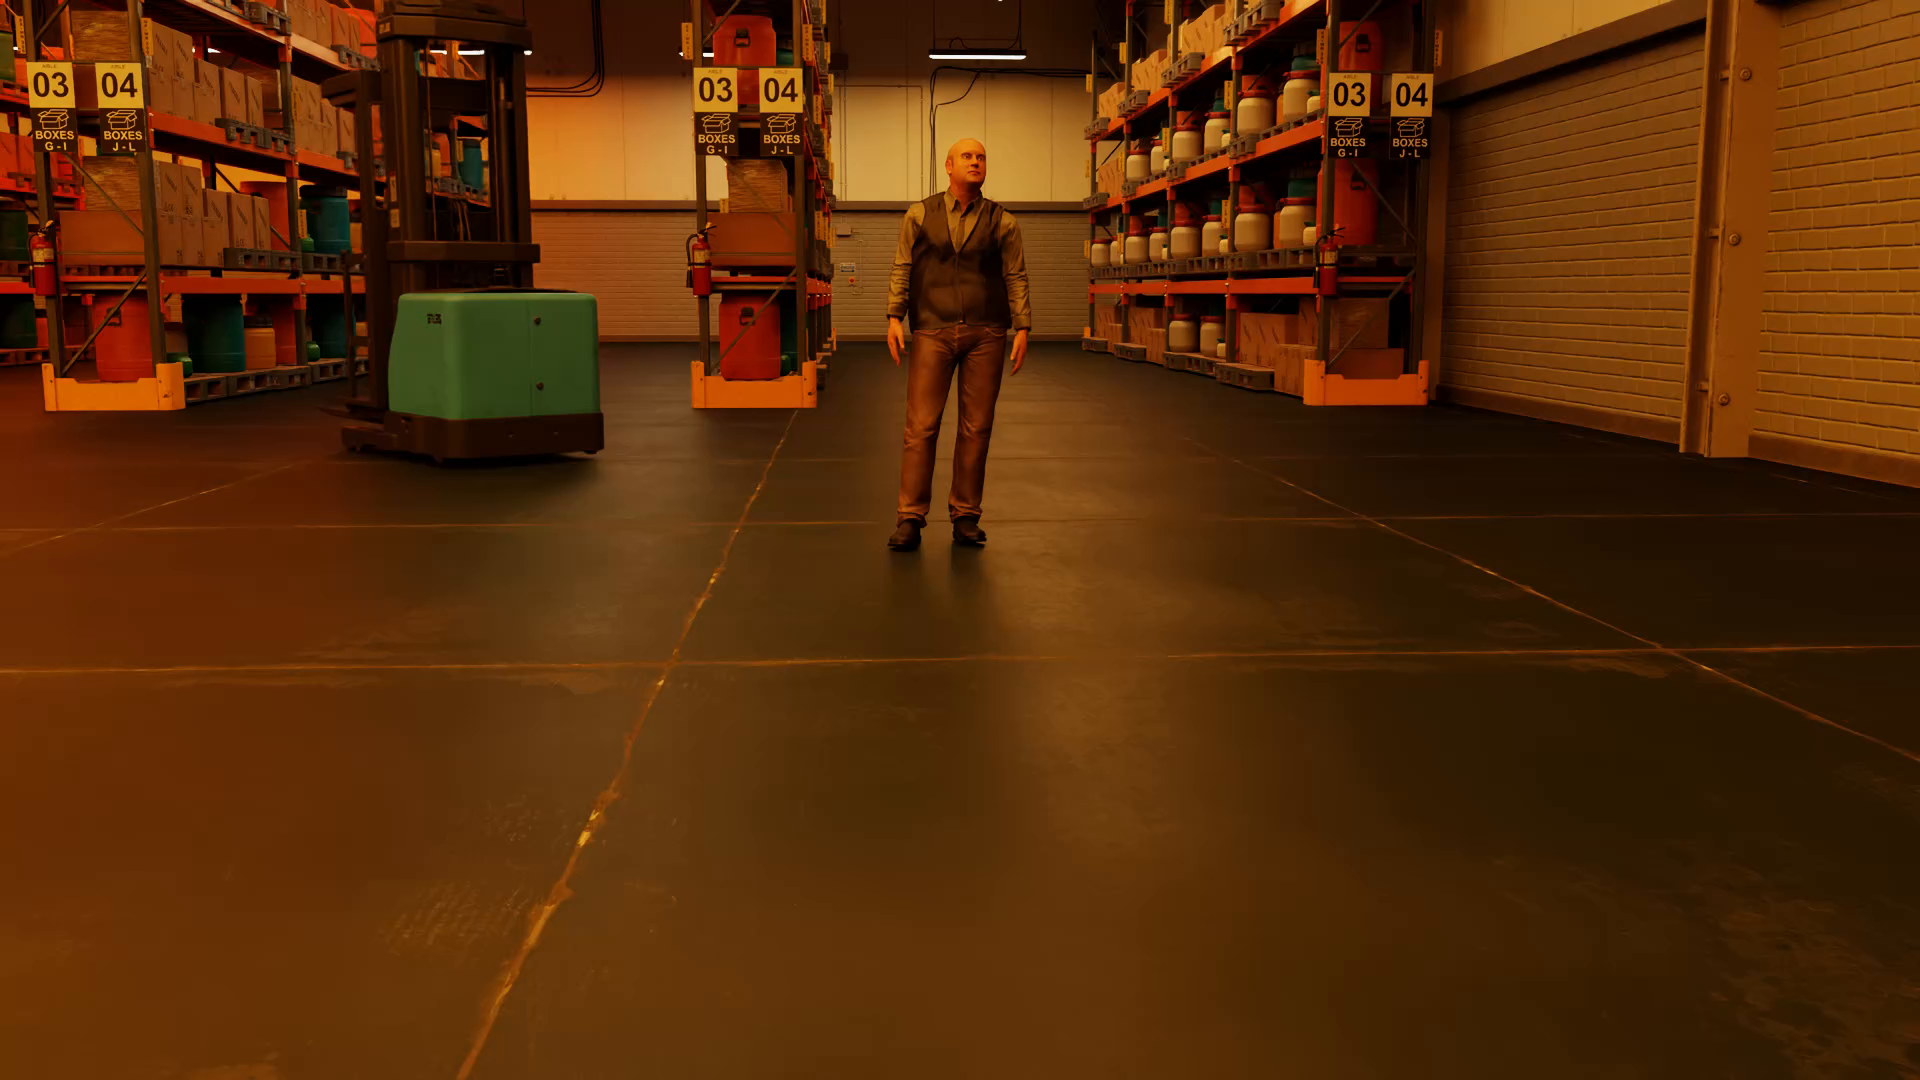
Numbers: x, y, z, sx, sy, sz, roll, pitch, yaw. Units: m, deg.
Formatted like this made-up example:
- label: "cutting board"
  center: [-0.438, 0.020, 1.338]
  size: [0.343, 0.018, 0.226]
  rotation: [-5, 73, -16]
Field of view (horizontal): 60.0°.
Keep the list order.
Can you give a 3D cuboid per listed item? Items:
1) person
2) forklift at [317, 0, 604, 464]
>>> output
- label: "person"
  center: [-0.005, -0.850, 7.121]
  size: [0.632, 1.720, 0.568]
  rotation: [-1, 8, -4]
- label: "forklift"
  center: [-3.629, -2.088, 11.395]
  size: [1.130, 2.935, 3.031]
  rotation: [-7, 11, -39]
